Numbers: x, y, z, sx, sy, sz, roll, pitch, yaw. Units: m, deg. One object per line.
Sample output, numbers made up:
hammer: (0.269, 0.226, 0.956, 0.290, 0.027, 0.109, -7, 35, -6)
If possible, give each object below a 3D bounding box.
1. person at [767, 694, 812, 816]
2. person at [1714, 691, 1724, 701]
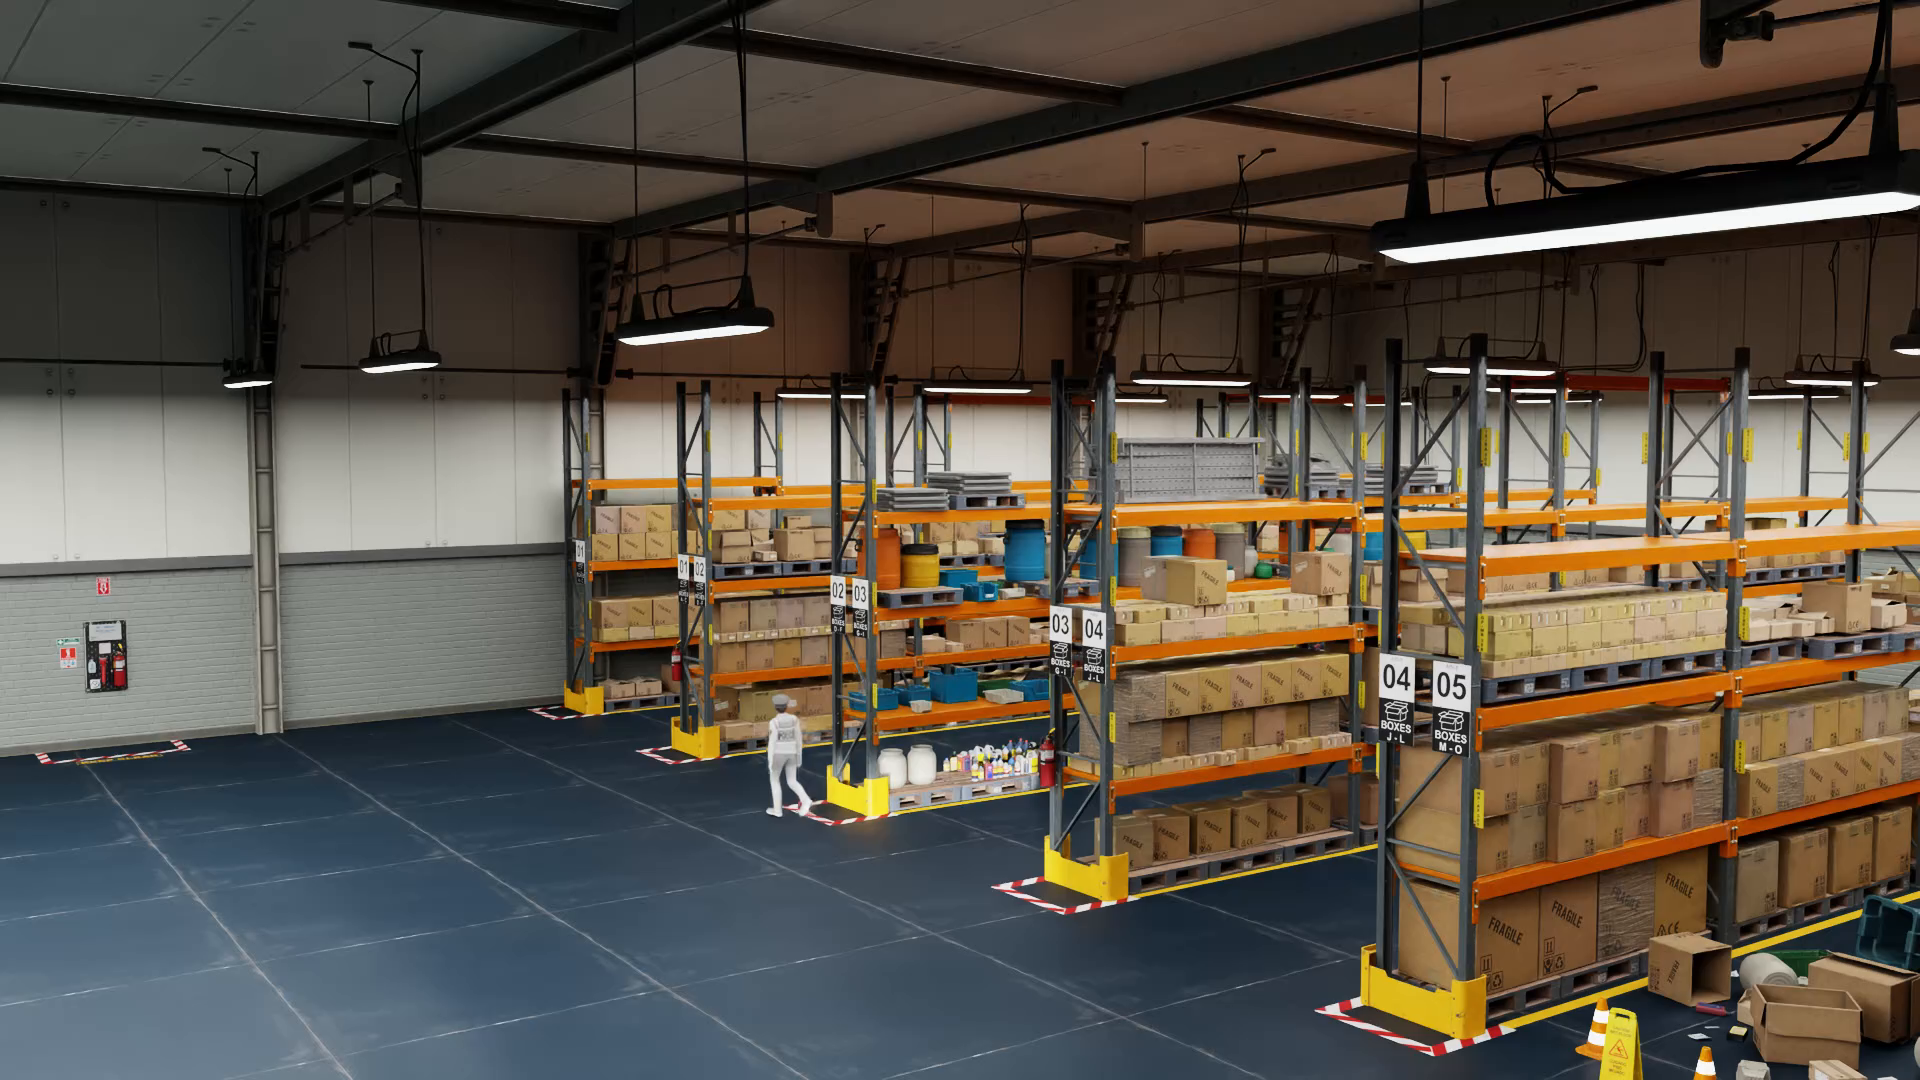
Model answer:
person: (-2.312, 2.895, 22.257, 0.510, 1.651, 0.810, -3, 5, -38)
person: (10.238, 2.853, 22.416, 0.609, 1.787, 0.403, 2, 4, 28)
